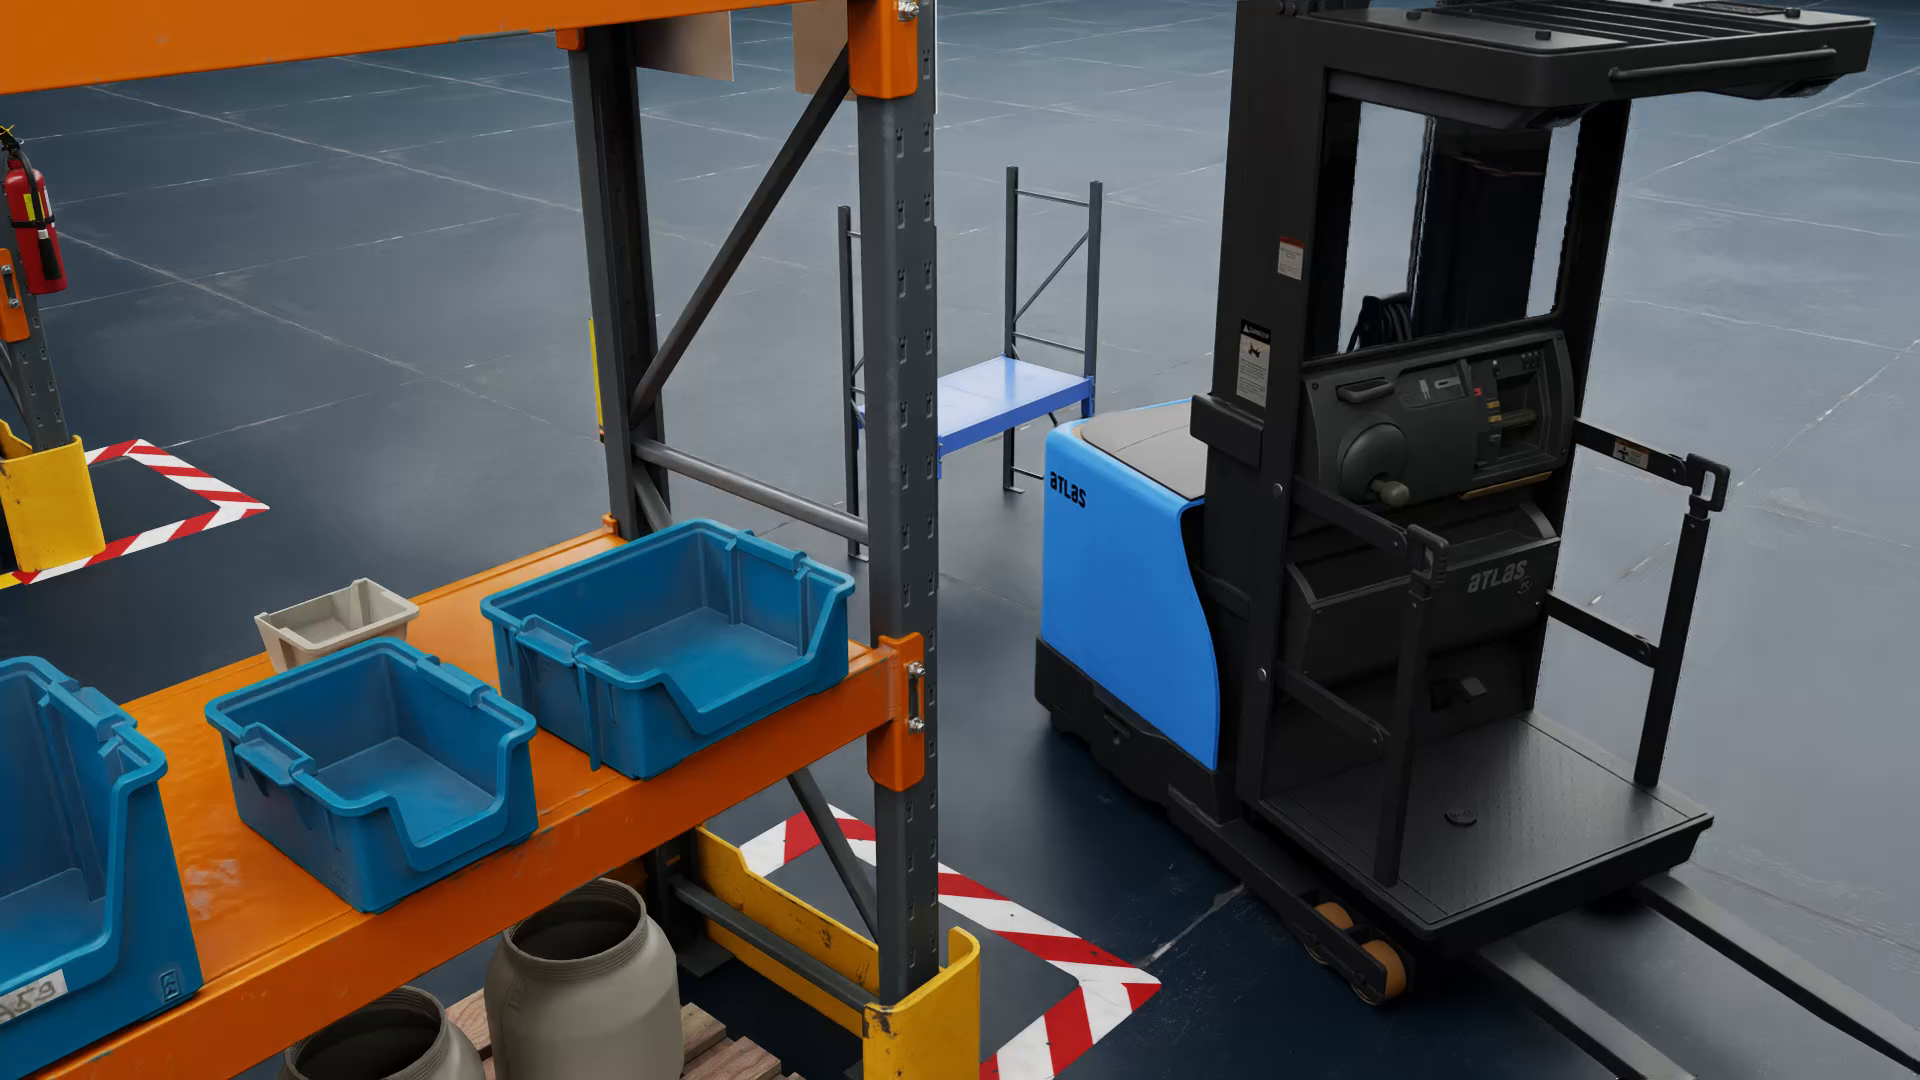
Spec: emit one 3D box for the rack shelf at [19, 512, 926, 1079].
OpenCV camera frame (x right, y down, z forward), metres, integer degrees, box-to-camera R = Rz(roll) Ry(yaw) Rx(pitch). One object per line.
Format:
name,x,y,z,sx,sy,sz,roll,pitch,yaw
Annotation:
rack shelf,-1.796,0.834,2.602,1.077,0.370,4.000,20,31,38

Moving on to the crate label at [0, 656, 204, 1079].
crate label,-1.488,0.515,2.391,0.502,0.435,0.616,20,31,38

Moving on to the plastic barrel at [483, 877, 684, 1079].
plastic barrel,-0.843,1.062,3.743,0.421,0.512,0.421,0,24,0

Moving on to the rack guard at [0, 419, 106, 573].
rack guard,-4.200,-0.292,7.290,1.175,0.500,0.348,20,31,38

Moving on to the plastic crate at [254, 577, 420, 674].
plastic crate,-1.298,0.202,3.456,0.298,0.136,0.250,20,31,38

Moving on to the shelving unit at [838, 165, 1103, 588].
shelving unit,0.057,-0.710,7.001,0.538,1.500,1.048,20,31,38

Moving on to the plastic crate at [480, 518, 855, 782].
plastic crate,-0.572,0.199,3.322,0.499,0.251,0.616,20,31,38

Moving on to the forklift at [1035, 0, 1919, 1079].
forklift,1.418,-0.304,4.345,1.130,2.935,3.031,-13,27,-26

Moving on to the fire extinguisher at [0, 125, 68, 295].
fire extinguisher,-3.730,-1.329,6.643,0.296,0.674,0.183,20,31,38

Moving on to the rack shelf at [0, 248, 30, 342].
rack shelf,-5.484,-0.518,5.618,1.077,0.370,4.000,20,31,38

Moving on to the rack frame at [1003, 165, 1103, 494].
rack frame,0.396,-0.865,7.347,0.500,1.500,0.032,20,31,38

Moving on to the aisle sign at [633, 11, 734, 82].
aisle sign,-0.631,-1.391,3.509,0.394,0.787,0.004,20,31,38

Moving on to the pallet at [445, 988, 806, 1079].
pallet,-1.023,1.451,3.755,1.003,0.211,1.213,20,31,38

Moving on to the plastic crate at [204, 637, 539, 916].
plastic crate,-1.010,0.395,2.884,0.499,0.251,0.408,20,31,38

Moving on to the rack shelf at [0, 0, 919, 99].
rack shelf,-1.796,-0.534,1.988,1.077,0.370,4.000,20,31,38

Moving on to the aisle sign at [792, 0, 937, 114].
aisle sign,-0.192,-1.230,3.150,0.394,0.787,0.004,20,31,38

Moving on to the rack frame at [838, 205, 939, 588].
rack frame,-0.282,-0.555,6.656,0.500,1.500,0.032,20,31,38

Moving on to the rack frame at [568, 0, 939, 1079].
rack frame,-0.461,-0.103,3.814,1.000,3.000,0.127,20,31,38

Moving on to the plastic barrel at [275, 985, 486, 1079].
plastic barrel,-1.178,1.215,3.402,0.421,0.512,0.421,0,24,0

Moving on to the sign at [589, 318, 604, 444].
sign,-0.868,-0.381,4.095,0.100,0.325,0.005,20,31,38

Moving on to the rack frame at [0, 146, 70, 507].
rack frame,-4.149,-1.456,6.830,1.000,3.000,0.127,20,31,38

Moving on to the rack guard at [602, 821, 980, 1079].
rack guard,-0.476,1.073,4.245,1.175,0.500,0.348,20,31,38

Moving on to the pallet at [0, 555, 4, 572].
pallet,-4.768,0.078,6.818,1.003,0.211,1.213,20,31,38

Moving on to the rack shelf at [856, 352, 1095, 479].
rack shelf,0.057,-0.546,7.075,0.538,0.185,1.000,20,31,38
